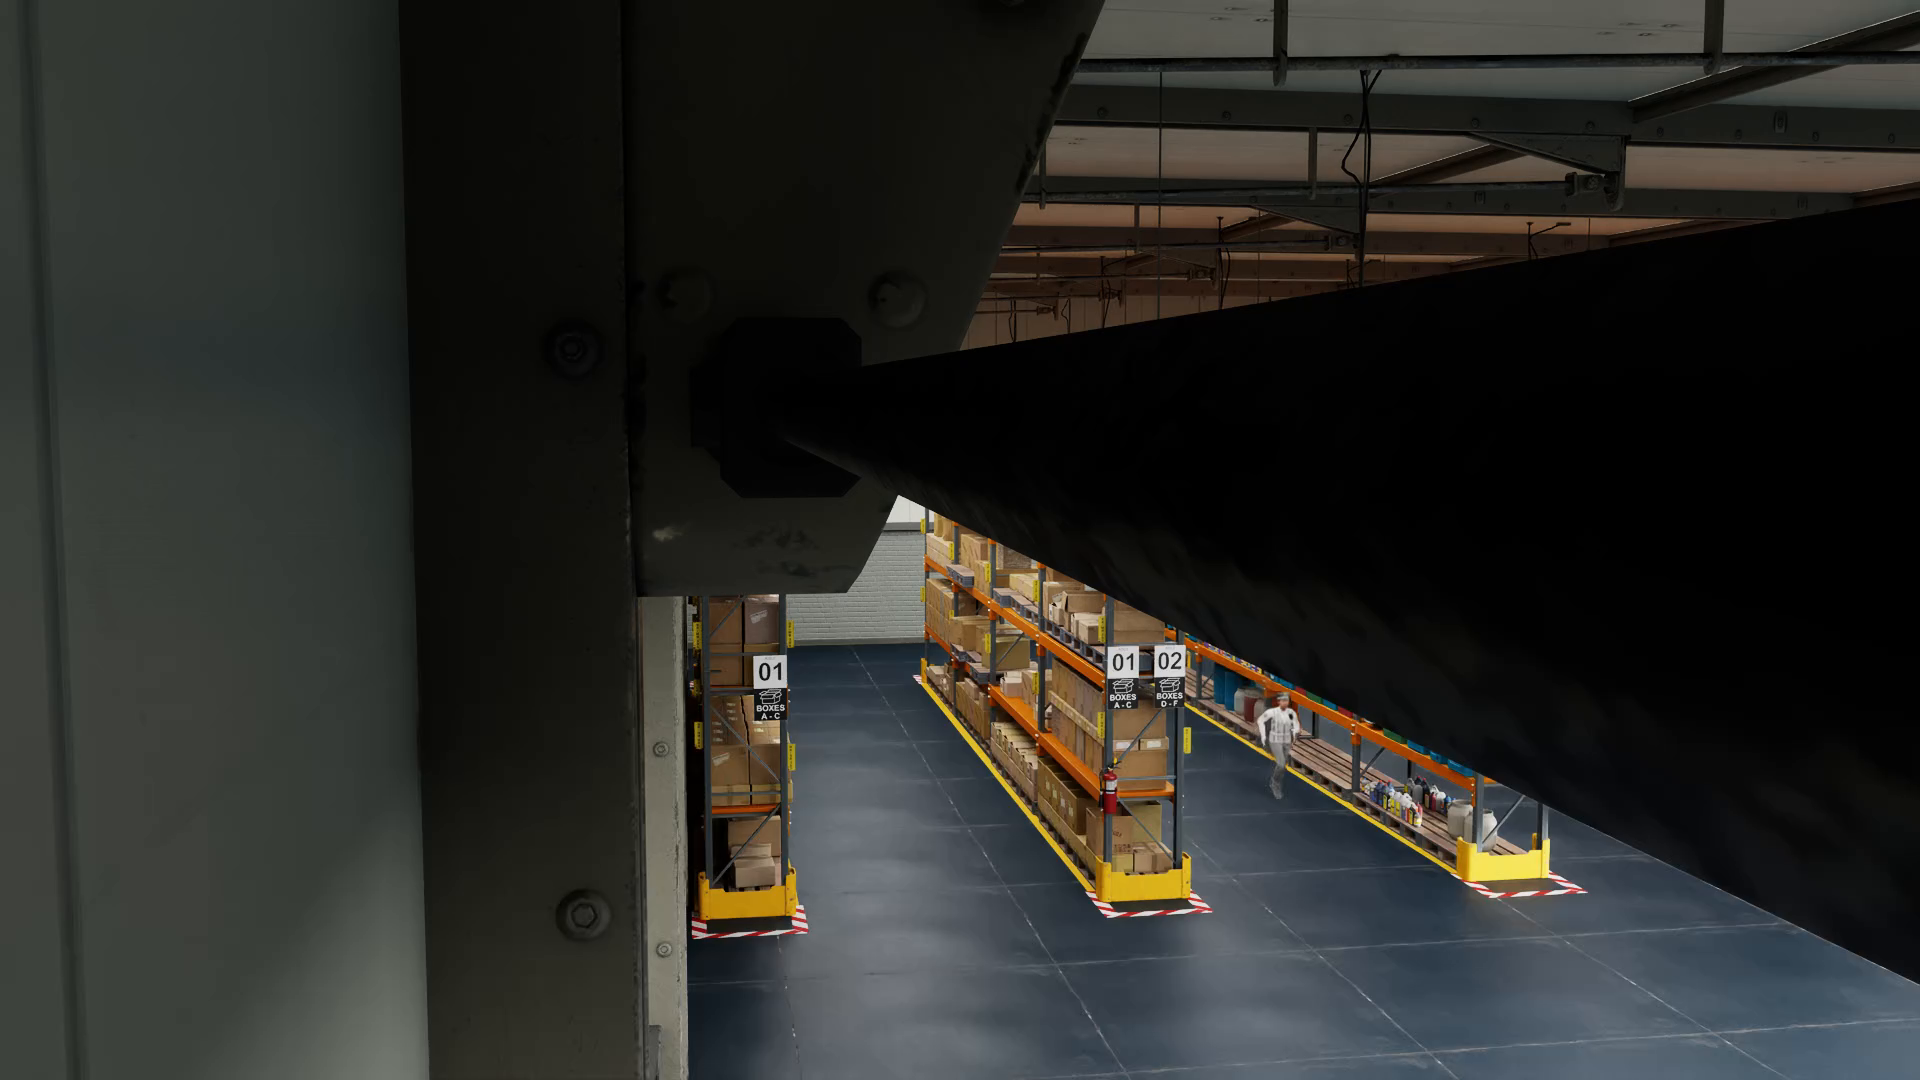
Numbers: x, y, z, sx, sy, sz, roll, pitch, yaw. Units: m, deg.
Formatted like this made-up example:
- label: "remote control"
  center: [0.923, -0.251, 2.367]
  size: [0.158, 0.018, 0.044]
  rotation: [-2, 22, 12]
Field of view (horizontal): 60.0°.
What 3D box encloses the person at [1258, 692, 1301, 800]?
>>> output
- label: "person"
  center: [5.020, 3.205, 26.014]
  size: [0.564, 1.714, 0.771]
  rotation: [-1, 5, -16]
